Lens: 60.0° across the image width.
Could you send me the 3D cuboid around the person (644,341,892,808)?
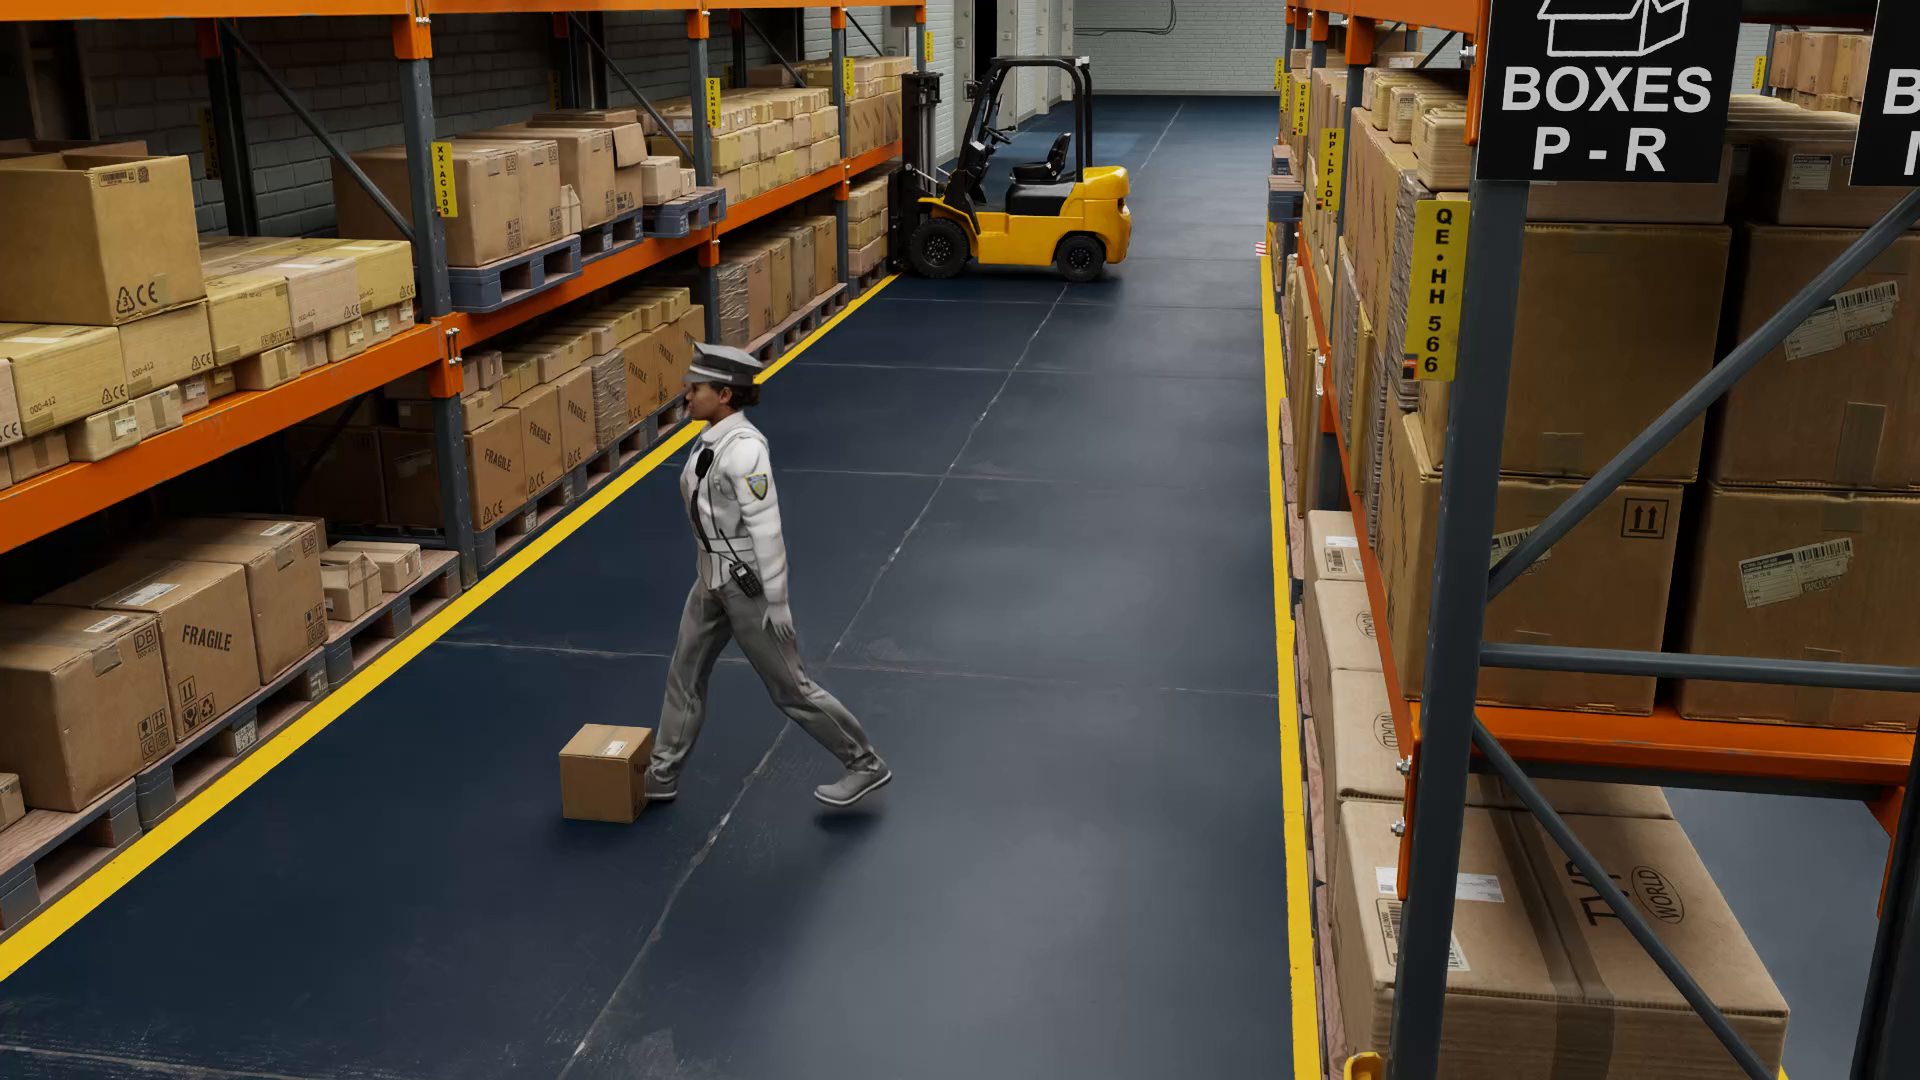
[{"bbox_3d":[-0.765,0.139,5.610,0.983,1.638,0.538,-7,19,-20],"label":"person"}]
